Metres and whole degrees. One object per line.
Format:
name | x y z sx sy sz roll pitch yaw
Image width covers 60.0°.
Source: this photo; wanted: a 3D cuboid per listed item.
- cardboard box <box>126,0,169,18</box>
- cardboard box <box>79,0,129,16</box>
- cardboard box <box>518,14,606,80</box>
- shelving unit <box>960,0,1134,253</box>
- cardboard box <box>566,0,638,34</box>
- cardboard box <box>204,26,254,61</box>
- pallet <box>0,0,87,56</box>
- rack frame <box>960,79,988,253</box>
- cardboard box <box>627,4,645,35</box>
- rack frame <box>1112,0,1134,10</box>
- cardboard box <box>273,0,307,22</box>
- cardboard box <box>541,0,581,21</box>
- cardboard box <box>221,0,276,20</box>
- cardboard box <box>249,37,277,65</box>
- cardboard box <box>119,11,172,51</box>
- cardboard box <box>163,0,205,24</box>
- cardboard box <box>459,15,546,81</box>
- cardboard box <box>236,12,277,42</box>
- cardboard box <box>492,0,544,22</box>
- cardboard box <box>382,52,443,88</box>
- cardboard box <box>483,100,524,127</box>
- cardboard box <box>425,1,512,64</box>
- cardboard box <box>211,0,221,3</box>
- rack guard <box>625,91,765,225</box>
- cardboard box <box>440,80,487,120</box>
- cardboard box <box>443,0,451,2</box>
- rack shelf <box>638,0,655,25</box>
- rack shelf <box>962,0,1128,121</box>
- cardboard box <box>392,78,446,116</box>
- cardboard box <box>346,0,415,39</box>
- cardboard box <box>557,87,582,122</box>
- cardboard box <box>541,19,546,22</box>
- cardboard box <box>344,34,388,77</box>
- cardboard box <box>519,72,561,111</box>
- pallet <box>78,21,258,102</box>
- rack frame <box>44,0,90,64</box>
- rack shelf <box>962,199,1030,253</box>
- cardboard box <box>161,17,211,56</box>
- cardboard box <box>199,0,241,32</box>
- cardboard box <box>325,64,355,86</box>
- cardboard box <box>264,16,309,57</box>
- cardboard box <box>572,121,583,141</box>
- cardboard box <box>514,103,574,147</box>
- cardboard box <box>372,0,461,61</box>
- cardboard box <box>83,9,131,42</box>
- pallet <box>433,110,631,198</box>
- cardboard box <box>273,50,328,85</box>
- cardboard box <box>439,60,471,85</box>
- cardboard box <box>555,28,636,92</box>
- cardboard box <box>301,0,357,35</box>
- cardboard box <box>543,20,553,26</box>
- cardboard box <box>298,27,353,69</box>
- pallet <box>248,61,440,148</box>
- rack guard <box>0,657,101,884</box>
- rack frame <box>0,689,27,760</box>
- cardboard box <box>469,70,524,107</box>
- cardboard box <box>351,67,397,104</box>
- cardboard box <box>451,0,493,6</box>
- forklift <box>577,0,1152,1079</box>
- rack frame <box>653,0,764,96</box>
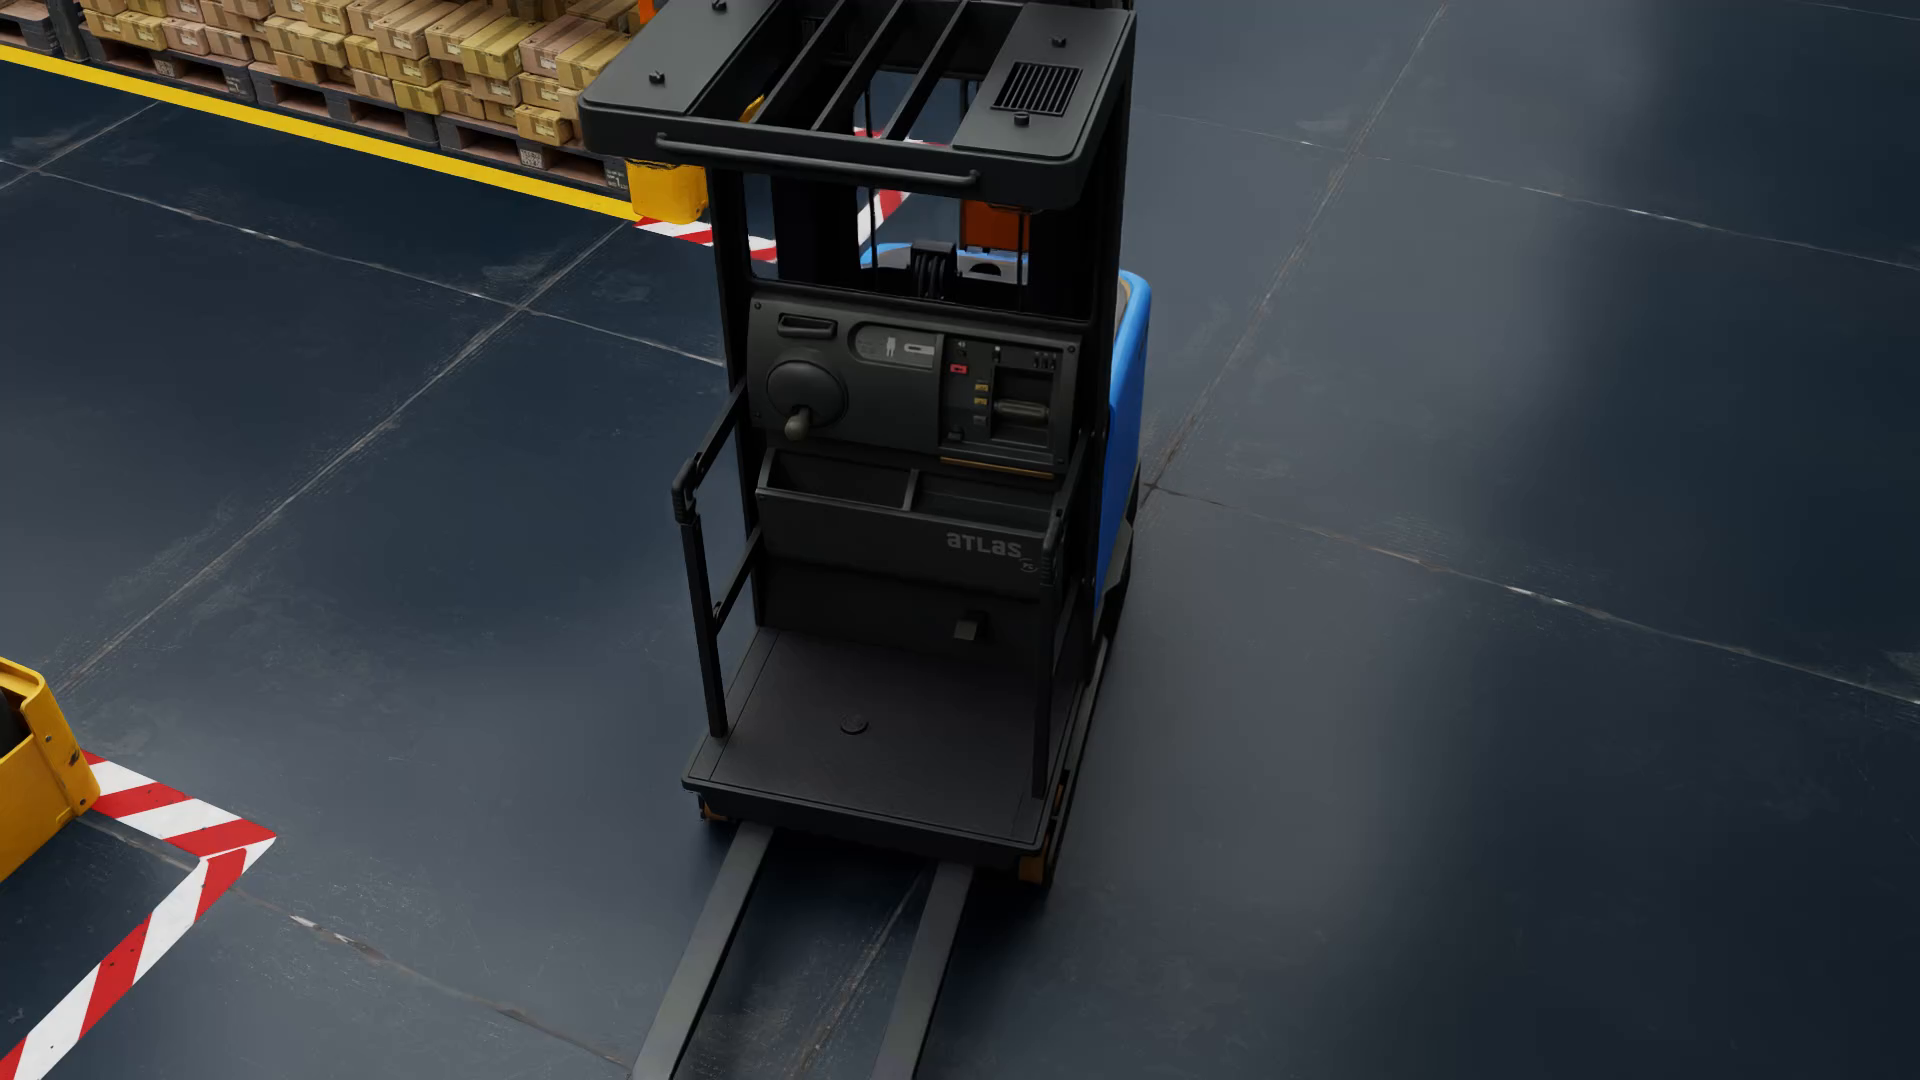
cardboard box | -4.312 -3.003 9.053 0.250 0.149 0.380 17 44 19
cardboard box | -4.579 -3.019 9.072 0.250 0.149 0.380 19 44 21
cardboard box | -1.937 -2.414 8.147 0.250 0.149 0.380 18 44 19
shelving unit | 0.291 -1.145 5.967 0.503 2.100 0.431 9 42 10
cardboard box | -1.779 -2.666 8.438 0.250 0.149 0.380 18 44 19
cardboard box | -3.838 -2.754 8.993 0.250 0.149 0.380 16 43 18
pallet | -5.478 -3.277 9.870 1.213 0.211 1.003 17 44 19
rack frame | 0.054 -1.183 6.012 0.015 2.100 0.400 9 42 10
cardboard box | -1.478 -2.661 8.432 0.250 0.149 0.380 15 43 17
rack frame | 0.528 -1.106 5.923 0.015 2.100 0.400 9 42 10
cardboard box | -3.349 -2.847 8.647 0.250 0.149 0.380 15 43 17
cardboard box | -1.953 -2.812 8.606 0.250 0.149 0.380 17 44 19
cardboard box | -3.631 -2.874 8.677 0.250 0.149 0.380 18 44 20
cardboard box | -3.580 -2.700 8.931 0.250 0.149 0.380 15 43 17
cardboard box | -4.337 -2.832 9.083 0.250 0.149 0.380 18 44 20
cardboard box | -4.076 -2.957 9.000 0.250 0.149 0.380 17 44 18
cardboard box | -2.226 -2.411 8.143 0.250 0.149 0.380 16 43 18
cardboard box | -3.593 -2.790 8.808 0.250 0.149 0.380 19 44 21
cardboard box | -2.213 -2.832 8.628 0.250 0.149 0.380 15 43 17
cardboard box | -2.692 -2.457 8.424 0.250 0.149 0.380 18 44 19
cardboard box | -2.191 -2.247 8.408 0.250 0.149 0.380 17 44 18
cardboard box | -2.434 -2.520 8.269 0.250 0.149 0.380 15 43 17
cardboard box | -3.827 -2.993 8.815 0.250 0.149 0.380 16 43 18
rack guard | -1.216 -2.085 8.274 0.348 0.500 1.175 17 44 19
cardboard box | -2.420 -2.308 8.478 0.250 0.149 0.380 17 44 19
cardboard box | -2.679 -3.014 8.839 0.250 0.149 0.380 18 44 19
rack shelf | -2.960 -3.290 8.305 4.000 0.370 1.077 17 44 19
rack shelf | 0.291 -1.663 5.518 0.480 0.518 0.431 9 42 10
cardboard box | -2.678 -2.341 8.517 0.250 0.149 0.380 15 43 17
cardboard box | -2.893 -2.700 8.477 0.250 0.149 0.380 16 43 17
cardboard box | -1.746 -2.179 8.102 0.250 0.149 0.380 16 43 18
cardboard box | -2.183 -2.760 8.773 0.250 0.149 0.380 18 44 20
cardboard box | -2.917 -2.539 8.519 0.250 0.149 0.380 19 44 21
cardboard box | -1.960 -2.283 8.223 0.250 0.149 0.380 16 43 18
pallet | -4.148 -2.897 9.431 1.213 0.211 1.003 17 44 19
rack frame | -4.772 -4.116 8.708 0.127 3.000 1.000 17 44 19
rack shelf | 0.291 -1.134 5.976 0.480 0.518 0.431 9 42 10
cardboard box | -4.089 -2.794 9.039 0.250 0.149 0.380 17 44 18
cardboard box | -3.832 -2.880 8.912 0.250 0.149 0.380 15 43 16
cardboard box | -3.115 -2.543 8.750 0.250 0.149 0.380 18 44 20
cardboard box | -3.391 -2.682 8.684 0.250 0.149 0.380 17 44 18
cardboard box | -1.712 -2.112 8.252 0.250 0.149 0.380 18 44 19
cardboard box | -1.988 -2.123 8.265 0.250 0.149 0.380 18 44 20
cardboard box | -2.701 -2.561 8.317 0.250 0.149 0.380 19 44 20
cardboard box | -4.578 -2.906 9.168 0.250 0.149 0.380 15 43 17
pallet | -1.937 -2.222 8.652 1.213 0.211 1.003 17 44 19
cardboard box | -3.385 -2.571 8.782 0.250 0.149 0.380 16 43 17
cardboard box | -2.418 -2.457 8.424 0.250 0.149 0.380 16 44 18
cardboard box | -1.734 -2.311 8.027 0.250 0.149 0.380 17 44 19
cardboard box | -3.142 -2.756 8.541 0.250 0.149 0.380 17 44 19
cardboard box | -1.997 -2.624 8.616 0.250 0.149 0.380 18 44 19
cardboard box | -3.178 -2.599 8.588 0.250 0.149 0.380 17 44 19
pallet | -3.039 -2.560 9.043 1.213 0.211 1.003 17 44 19
rack guard | -3.127 0.909 4.820 0.348 0.500 1.175 17 44 19
rack frame | -3.148 -0.042 4.008 0.127 3.000 1.000 17 44 19
cardboard box | -2.218 -2.322 8.267 0.250 0.149 0.380 15 43 17
cardboard box | -2.917 -2.429 8.618 0.250 0.149 0.380 18 44 19
cardboard box | -2.460 -2.914 8.723 0.250 0.149 0.380 19 44 20
forklift | -0.186 -0.348 4.414 1.130 2.935 3.031 9 42 10
rack frame | -1.147 -3.008 7.431 0.127 3.000 1.000 17 44 19
